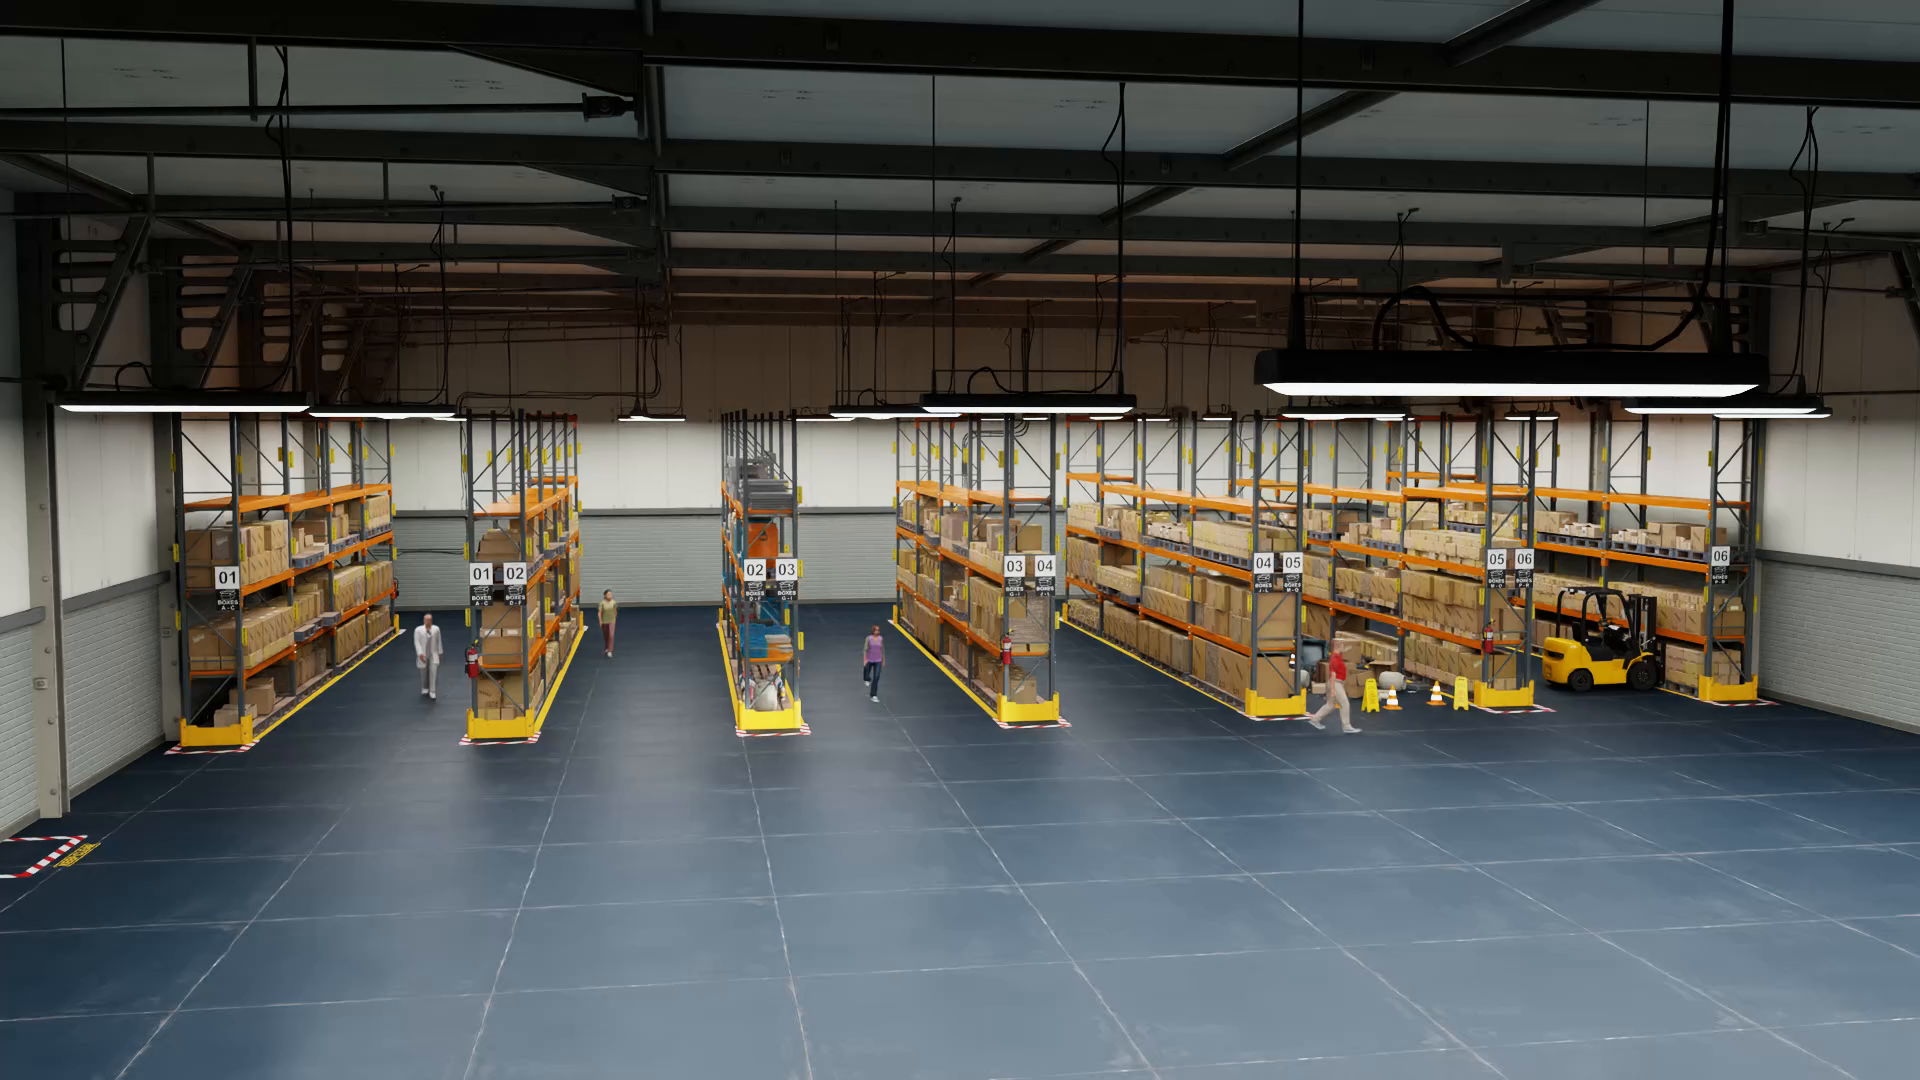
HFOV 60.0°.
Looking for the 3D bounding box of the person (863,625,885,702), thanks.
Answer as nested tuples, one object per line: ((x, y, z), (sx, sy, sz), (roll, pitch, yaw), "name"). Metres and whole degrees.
((-1.781, 2.536, 34.537), (0.503, 1.561, 0.808), (-1, 4, -14), "person")

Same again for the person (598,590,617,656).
((-8.709, 2.034, 41.034), (0.432, 1.602, 1.060), (0, 4, -6), "person")

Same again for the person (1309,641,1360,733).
((6.983, 2.719, 30.939), (0.926, 1.684, 0.571), (1, 4, 11), "person")

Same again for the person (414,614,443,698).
((-11.126, 2.413, 34.852), (0.596, 1.722, 1.070), (-2, 4, -24), "person")

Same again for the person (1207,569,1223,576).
((8.147, 1.144, 53.239), (1.019, 1.729, 0.555), (-3, 5, -33), "person")
